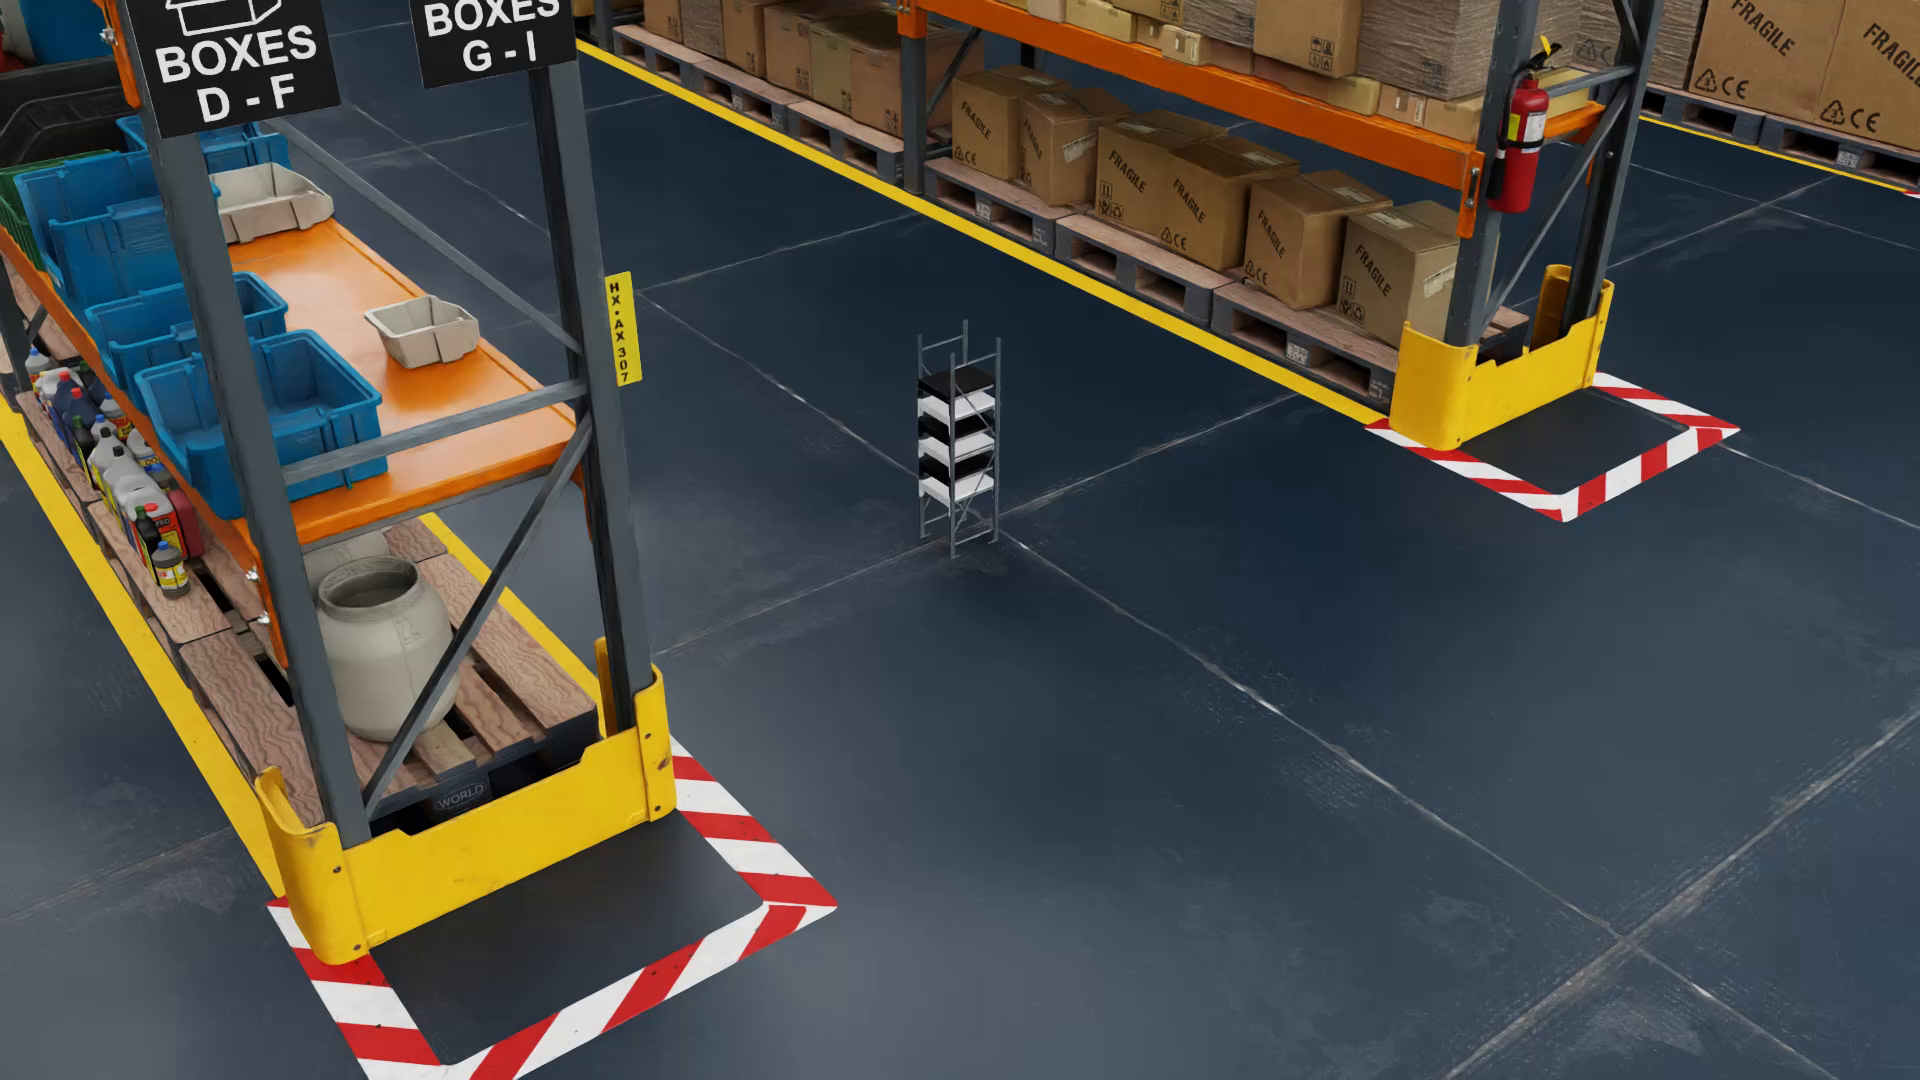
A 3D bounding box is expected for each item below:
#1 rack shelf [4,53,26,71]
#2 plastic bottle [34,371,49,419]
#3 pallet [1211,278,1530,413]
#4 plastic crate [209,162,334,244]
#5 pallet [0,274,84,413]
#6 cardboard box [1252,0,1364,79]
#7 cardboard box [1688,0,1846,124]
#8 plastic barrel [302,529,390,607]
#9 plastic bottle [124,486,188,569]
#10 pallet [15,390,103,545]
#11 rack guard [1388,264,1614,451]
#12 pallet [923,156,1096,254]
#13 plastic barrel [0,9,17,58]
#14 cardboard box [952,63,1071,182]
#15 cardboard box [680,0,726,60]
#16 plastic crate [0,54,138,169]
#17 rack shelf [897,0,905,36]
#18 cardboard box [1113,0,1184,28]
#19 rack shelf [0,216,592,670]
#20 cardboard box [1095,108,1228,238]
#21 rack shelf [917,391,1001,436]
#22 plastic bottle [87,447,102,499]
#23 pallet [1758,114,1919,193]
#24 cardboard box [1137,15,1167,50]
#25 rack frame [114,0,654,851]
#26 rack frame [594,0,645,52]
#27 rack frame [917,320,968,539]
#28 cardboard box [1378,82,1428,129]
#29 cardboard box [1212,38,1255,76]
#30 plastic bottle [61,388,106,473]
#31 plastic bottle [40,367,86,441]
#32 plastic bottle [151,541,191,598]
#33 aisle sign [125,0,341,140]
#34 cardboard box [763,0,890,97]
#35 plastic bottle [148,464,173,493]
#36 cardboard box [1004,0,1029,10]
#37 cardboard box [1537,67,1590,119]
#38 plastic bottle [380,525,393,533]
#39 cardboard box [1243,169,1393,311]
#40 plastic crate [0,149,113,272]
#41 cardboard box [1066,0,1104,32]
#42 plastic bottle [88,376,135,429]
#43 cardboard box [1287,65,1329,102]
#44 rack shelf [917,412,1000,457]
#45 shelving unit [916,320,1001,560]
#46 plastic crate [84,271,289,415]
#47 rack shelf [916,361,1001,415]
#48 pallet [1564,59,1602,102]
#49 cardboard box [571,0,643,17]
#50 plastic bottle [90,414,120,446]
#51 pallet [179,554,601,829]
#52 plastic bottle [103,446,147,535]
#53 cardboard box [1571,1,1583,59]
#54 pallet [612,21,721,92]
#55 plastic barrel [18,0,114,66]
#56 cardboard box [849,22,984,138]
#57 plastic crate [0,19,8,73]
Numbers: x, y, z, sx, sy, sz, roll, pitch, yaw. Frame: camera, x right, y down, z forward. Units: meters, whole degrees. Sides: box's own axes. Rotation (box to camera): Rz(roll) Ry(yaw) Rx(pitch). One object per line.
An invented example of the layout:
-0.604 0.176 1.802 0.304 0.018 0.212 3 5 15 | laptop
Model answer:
-5.051 -2.476 8.576 1.077 0.370 4.000 -22 38 -31 | rack shelf
-3.914 -0.630 7.156 0.097 0.201 0.097 0 32 0 | plastic bottle
2.023 -1.081 8.290 1.003 0.211 1.213 -22 38 -31 | pallet
-2.629 -1.242 6.156 0.530 0.136 0.437 -22 38 -31 | plastic crate
-4.337 -1.079 8.287 1.003 0.211 1.213 -22 38 -31 | pallet
1.823 -2.460 7.492 0.875 0.500 0.500 -22 38 -31 | cardboard box
5.511 -3.350 10.916 0.875 0.875 0.875 -23 39 -32 | cardboard box
-2.143 0.139 5.644 0.421 0.512 0.421 0 32 0 | plastic barrel
-2.978 -0.049 6.150 0.152 0.276 0.135 -22 38 -31 | plastic bottle
-3.446 -0.471 7.308 1.003 0.211 1.213 -22 38 -31 | pallet
2.494 -0.854 7.651 1.175 0.500 0.348 -22 38 -31 | rack guard
0.527 -2.098 9.928 1.003 0.211 1.213 -22 38 -31 | pallet
-4.515 -2.491 8.049 0.301 0.262 0.301 0 32 0 | plastic barrel
0.301 -2.488 9.884 0.500 0.500 0.500 -24 39 -33 | cardboard box
-1.589 -3.843 12.047 0.700 0.500 0.500 -26 40 -35 | cardboard box
-3.604 -1.663 6.643 0.767 0.338 0.504 -22 38 -31 | plastic crate
-1.139 -4.079 11.156 1.077 0.370 4.000 -22 38 -31 | rack shelf
1.253 -2.895 8.191 0.875 0.500 0.500 -22 38 -31 | cardboard box
-2.599 -0.809 5.892 1.077 0.370 4.000 -22 38 -31 | rack shelf
1.101 -2.018 9.128 0.500 0.500 0.500 -26 40 -35 | cardboard box
-0.005 -0.510 6.441 0.258 0.077 0.200 -22 38 -31 | rack shelf
-3.387 -0.272 6.580 0.097 0.201 0.097 0 32 0 | plastic bottle
5.968 -2.570 10.688 1.003 0.211 1.213 -22 38 -31 | pallet
1.101 -2.547 8.246 0.380 0.149 0.250 -22 38 -31 | cardboard box
-1.372 -0.281 4.360 1.000 3.000 0.127 -22 38 -31 | rack frame
-2.365 -5.218 12.308 1.000 3.000 0.127 -22 38 -31 | rack frame
-0.067 -0.428 6.586 0.240 0.900 0.006 -22 38 -31 | rack frame
2.050 -1.934 7.258 0.380 0.149 0.250 -22 38 -31 | cardboard box
1.423 -2.345 7.920 0.380 0.149 0.250 -22 38 -31 | cardboard box
-3.542 -0.461 6.743 0.144 0.351 0.185 -24 39 -33 | plastic bottle
-3.756 -0.578 7.002 0.152 0.276 0.135 -21 37 -30 | plastic bottle
-2.845 0.097 5.986 0.097 0.201 0.097 0 32 0 | plastic bottle
-1.563 -1.260 3.471 0.394 0.787 0.004 -22 38 -31 | aisle sign
-0.893 -3.377 11.296 0.700 0.500 0.500 -26 40 -35 | cardboard box
-3.099 -0.200 6.464 0.097 0.201 0.097 0 32 0 | plastic bottle
0.461 -2.953 8.899 0.380 0.149 0.250 -22 38 -31 | cardboard box
2.554 -1.973 7.322 0.380 0.149 0.250 -22 38 -31 | cardboard box
-2.238 -0.166 6.343 0.097 0.271 0.097 0 32 0 | plastic bottle
1.777 -1.504 8.300 0.500 0.500 0.500 -12 34 -19 | cardboard box
-3.216 -1.201 6.042 0.450 0.188 0.662 -22 38 -31 | plastic crate
0.768 -2.744 8.564 0.380 0.149 0.250 -22 38 -31 | cardboard box
-3.544 -0.586 6.944 0.144 0.351 0.185 -22 38 -31 | plastic bottle
1.715 -2.130 7.575 0.380 0.149 0.250 -22 38 -31 | cardboard box
-0.005 -0.434 6.488 0.258 0.077 0.200 -22 38 -31 | rack shelf
-0.005 -0.386 6.518 0.258 0.900 0.210 -22 38 -31 | shelving unit
-2.309 -0.603 5.018 0.499 0.251 0.408 -22 38 -31 | plastic crate
-0.005 -0.587 6.393 0.258 0.077 0.200 -22 38 -31 | rack shelf
4.472 -3.587 12.325 1.003 0.211 1.213 -22 38 -31 | pallet
-2.772 -4.788 13.232 1.225 0.875 0.875 -24 39 -33 | cardboard box
-3.422 -0.378 6.684 0.097 0.271 0.097 0 32 0 | plastic bottle
-1.950 0.546 5.670 1.003 0.211 1.213 -22 38 -31 | pallet
-3.167 -0.206 6.332 0.144 0.351 0.185 -21 37 -29 | plastic bottle
4.398 -4.105 12.131 0.875 0.875 0.875 -22 38 -31 | cardboard box
-1.887 -3.707 12.519 1.003 0.211 1.213 -22 38 -31 | pallet
-3.823 -2.420 7.329 0.600 0.901 0.708 -22 38 -31 | plastic barrel
-0.272 -2.939 10.591 0.700 0.500 0.500 -26 40 -35 | cardboard box
-4.364 -2.078 7.193 0.402 0.464 0.583 -22 38 -31 | plastic crate
